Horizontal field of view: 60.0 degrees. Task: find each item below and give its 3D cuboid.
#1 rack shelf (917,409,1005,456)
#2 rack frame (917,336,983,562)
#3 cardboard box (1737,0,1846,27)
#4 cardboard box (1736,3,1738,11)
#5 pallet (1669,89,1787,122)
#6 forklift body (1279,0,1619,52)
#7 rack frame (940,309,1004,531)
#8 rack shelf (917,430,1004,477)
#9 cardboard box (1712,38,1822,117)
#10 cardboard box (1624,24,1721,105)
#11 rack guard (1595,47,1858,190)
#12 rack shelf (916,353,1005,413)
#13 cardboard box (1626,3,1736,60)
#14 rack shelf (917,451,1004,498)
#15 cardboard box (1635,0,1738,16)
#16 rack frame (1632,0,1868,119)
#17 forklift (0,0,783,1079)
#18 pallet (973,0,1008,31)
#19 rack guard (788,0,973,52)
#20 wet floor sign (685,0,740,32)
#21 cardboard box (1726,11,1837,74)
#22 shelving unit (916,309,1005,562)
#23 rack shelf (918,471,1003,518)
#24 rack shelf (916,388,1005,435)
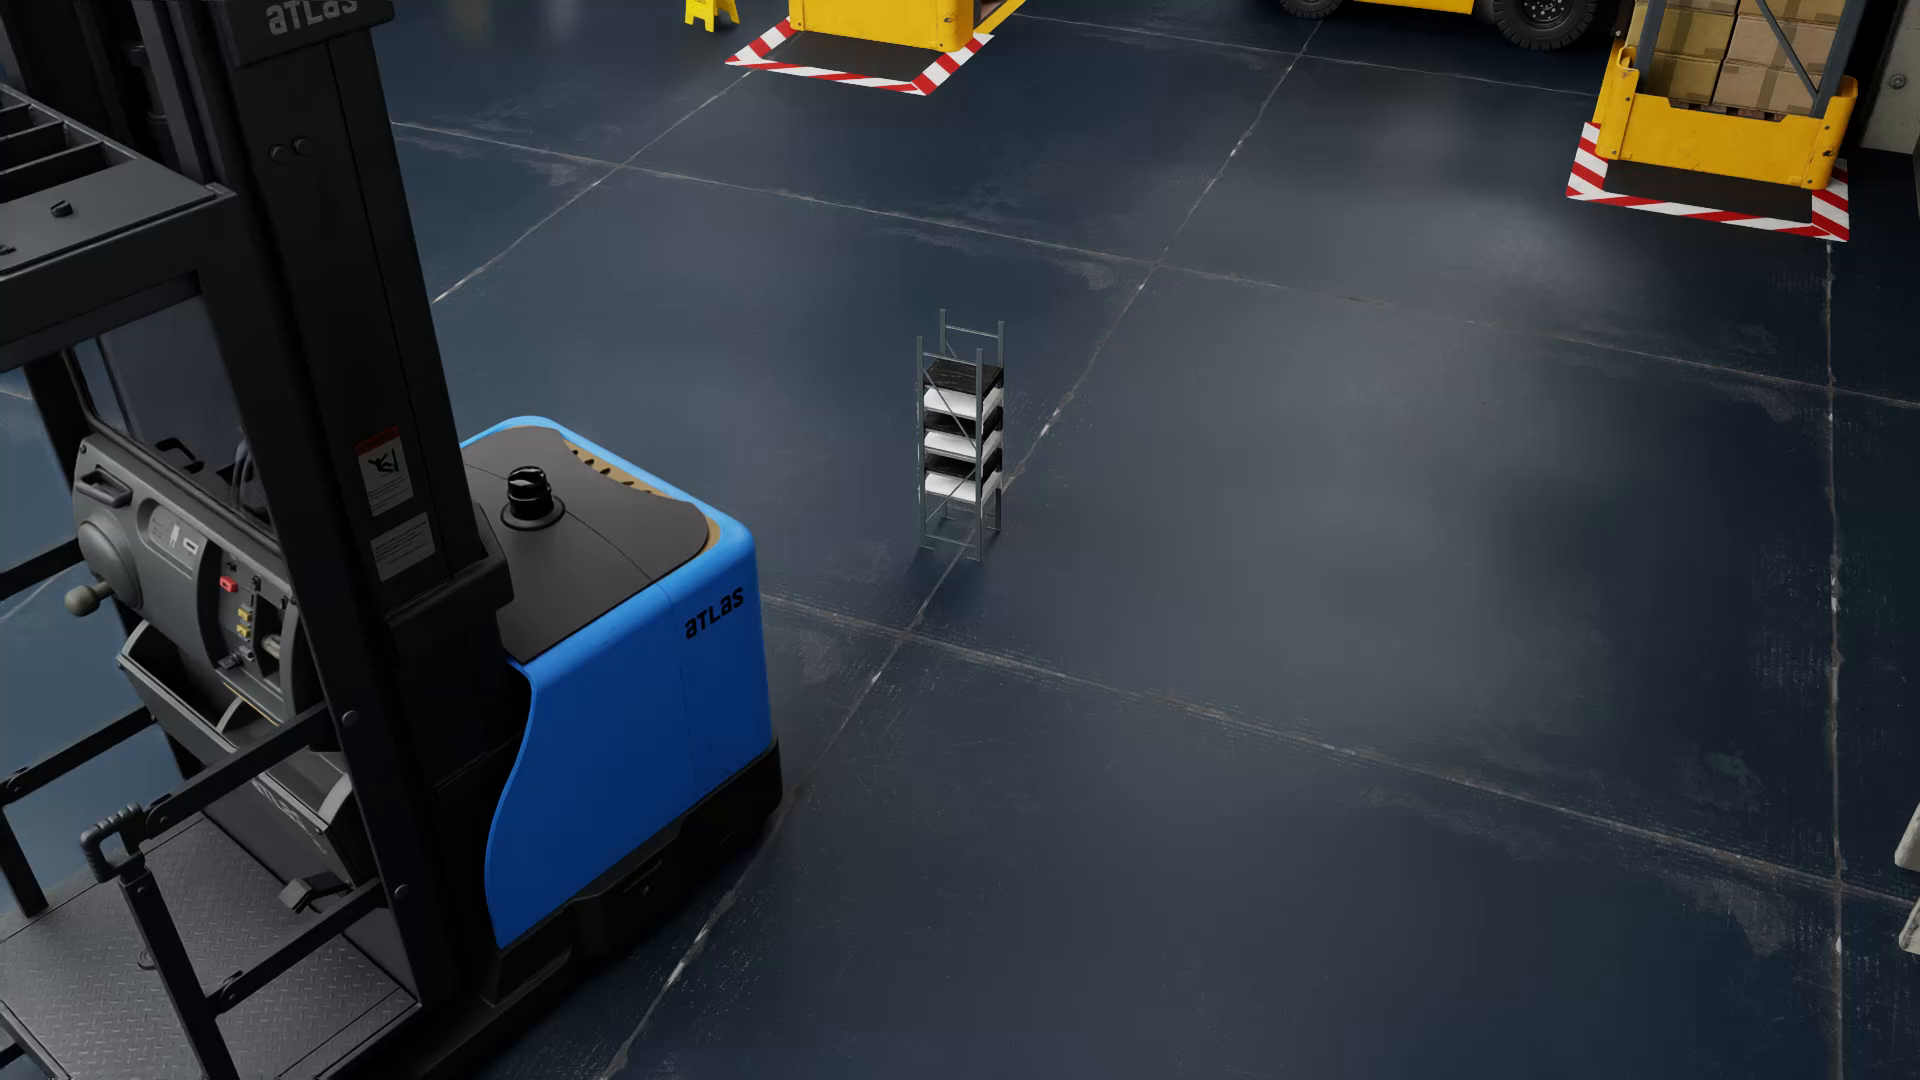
[{"bbox_3d":[0.003,-0.410,5.953,0.258,0.077,0.200,14,39,18],"label":"rack shelf"},{"bbox_3d":[-0.036,-0.309,5.911,0.240,0.900,0.006,14,39,18],"label":"rack frame"},{"bbox_3d":[4.419,-2.952,8.805,0.500,0.250,0.500,13,39,17],"label":"cardboard box"},{"bbox_3d":[4.612,-3.022,9.316,0.500,0.250,0.500,13,39,17],"label":"cardboard box"},{"bbox_3d":[4.313,-2.578,9.522,1.003,0.211,1.213,14,39,18],"label":"pallet"},{"bbox_3d":[3.095,-4.387,10.323,2.313,2.155,1.214,14,39,18],"label":"forklift body"},{"bbox_3d":[0.042,-0.421,6.062,0.240,0.900,0.006,14,39,18],"label":"rack frame"},{"bbox_3d":[0.003,-0.338,6.007,0.258,0.077,0.200,14,39,18],"label":"rack shelf"},{"bbox_3d":[4.429,-2.556,9.110,0.500,0.250,0.500,14,39,18],"label":"cardboard box"},{"bbox_3d":[3.947,-2.661,9.250,0.500,0.250,0.500,14,39,18],"label":"cardboard box"},{"bbox_3d":[4.052,-2.247,8.839,1.175,0.500,0.348,14,39,18],"label":"rack guard"},{"bbox_3d":[0.003,-0.554,5.845,0.258,0.077,0.200,14,39,18],"label":"rack shelf"},{"bbox_3d":[3.957,-2.870,9.112,0.500,0.250,0.500,13,39,17],"label":"cardboard box"},{"bbox_3d":[0.003,-0.266,6.060,0.258,0.077,0.200,14,39,18],"label":"rack shelf"},{"bbox_3d":[3.948,-3.055,8.943,0.500,0.250,0.500,15,39,19],"label":"cardboard box"},{"bbox_3d":[4.061,-3.262,8.108,1.000,3.000,0.127,14,39,18],"label":"rack frame"},{"bbox_3d":[-1.872,0.150,3.601,1.130,2.935,3.031,27,44,31],"label":"forklift"},{"bbox_3d":[-0.160,-3.757,11.101,1.003,0.211,1.213,14,39,18],"label":"pallet"},{"bbox_3d":[-0.502,-3.431,10.423,1.175,0.500,0.348,14,39,18],"label":"rack guard"},{"bbox_3d":[-1.593,-3.586,10.509,0.267,0.644,0.232,29,45,33],"label":"wet floor sign"},{"bbox_3d":[4.432,-2.742,8.941,0.500,0.250,0.500,15,39,19],"label":"cardboard box"},{"bbox_3d":[0.003,-0.365,5.987,0.258,0.900,0.210,14,39,18],"label":"shelving unit"},{"bbox_3d":[0.003,-0.194,6.114,0.258,0.077,0.200,14,39,18],"label":"rack shelf"},{"bbox_3d":[0.003,-0.482,5.899,0.258,0.077,0.200,14,39,18],"label":"rack shelf"}]
